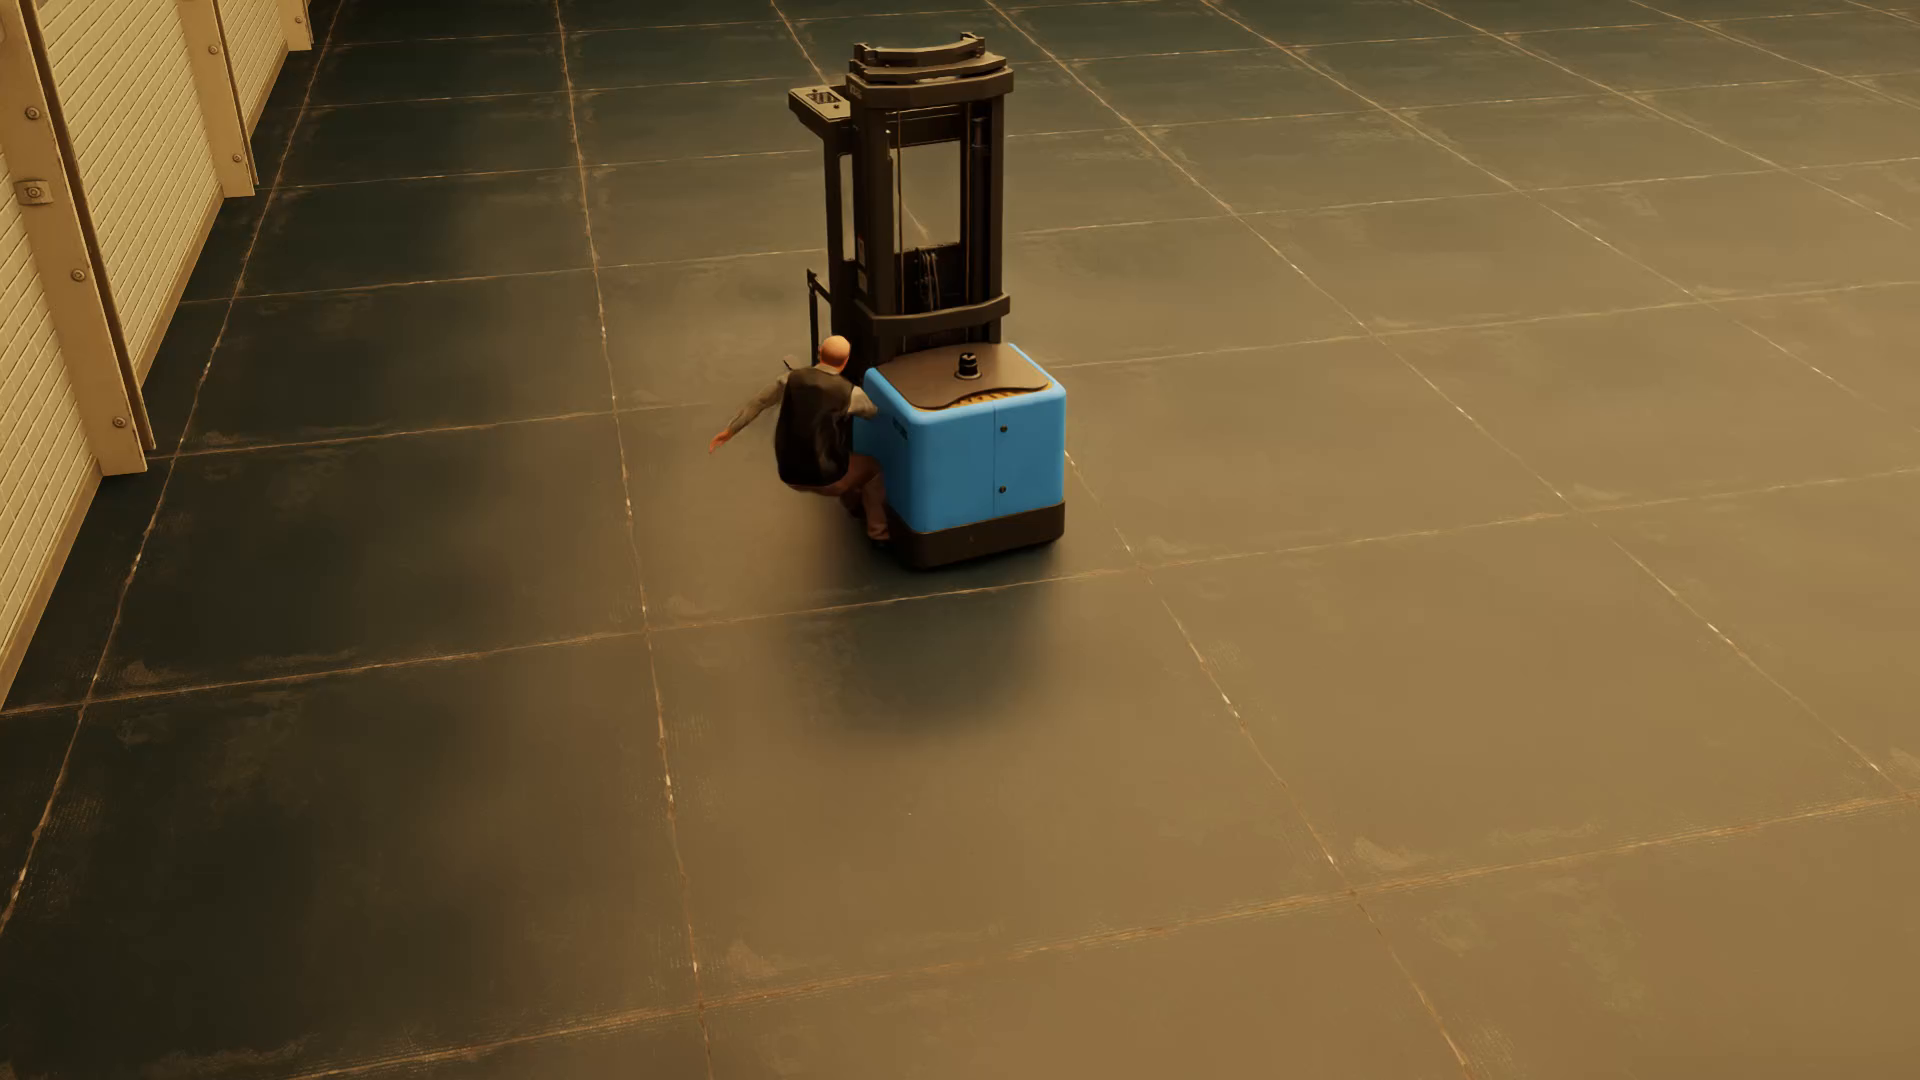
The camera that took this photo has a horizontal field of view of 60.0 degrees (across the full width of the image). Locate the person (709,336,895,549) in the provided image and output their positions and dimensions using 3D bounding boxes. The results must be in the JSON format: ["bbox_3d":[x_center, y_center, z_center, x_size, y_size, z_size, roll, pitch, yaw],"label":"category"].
[{"bbox_3d":[-0.871,-0.601,10.196,1.047,1.443,0.939,9,31,15],"label":"person"}]

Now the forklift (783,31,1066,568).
[{"bbox_3d":[-0.403,-1.821,10.720,1.130,2.935,3.031,-12,32,-20],"label":"forklift"}]
